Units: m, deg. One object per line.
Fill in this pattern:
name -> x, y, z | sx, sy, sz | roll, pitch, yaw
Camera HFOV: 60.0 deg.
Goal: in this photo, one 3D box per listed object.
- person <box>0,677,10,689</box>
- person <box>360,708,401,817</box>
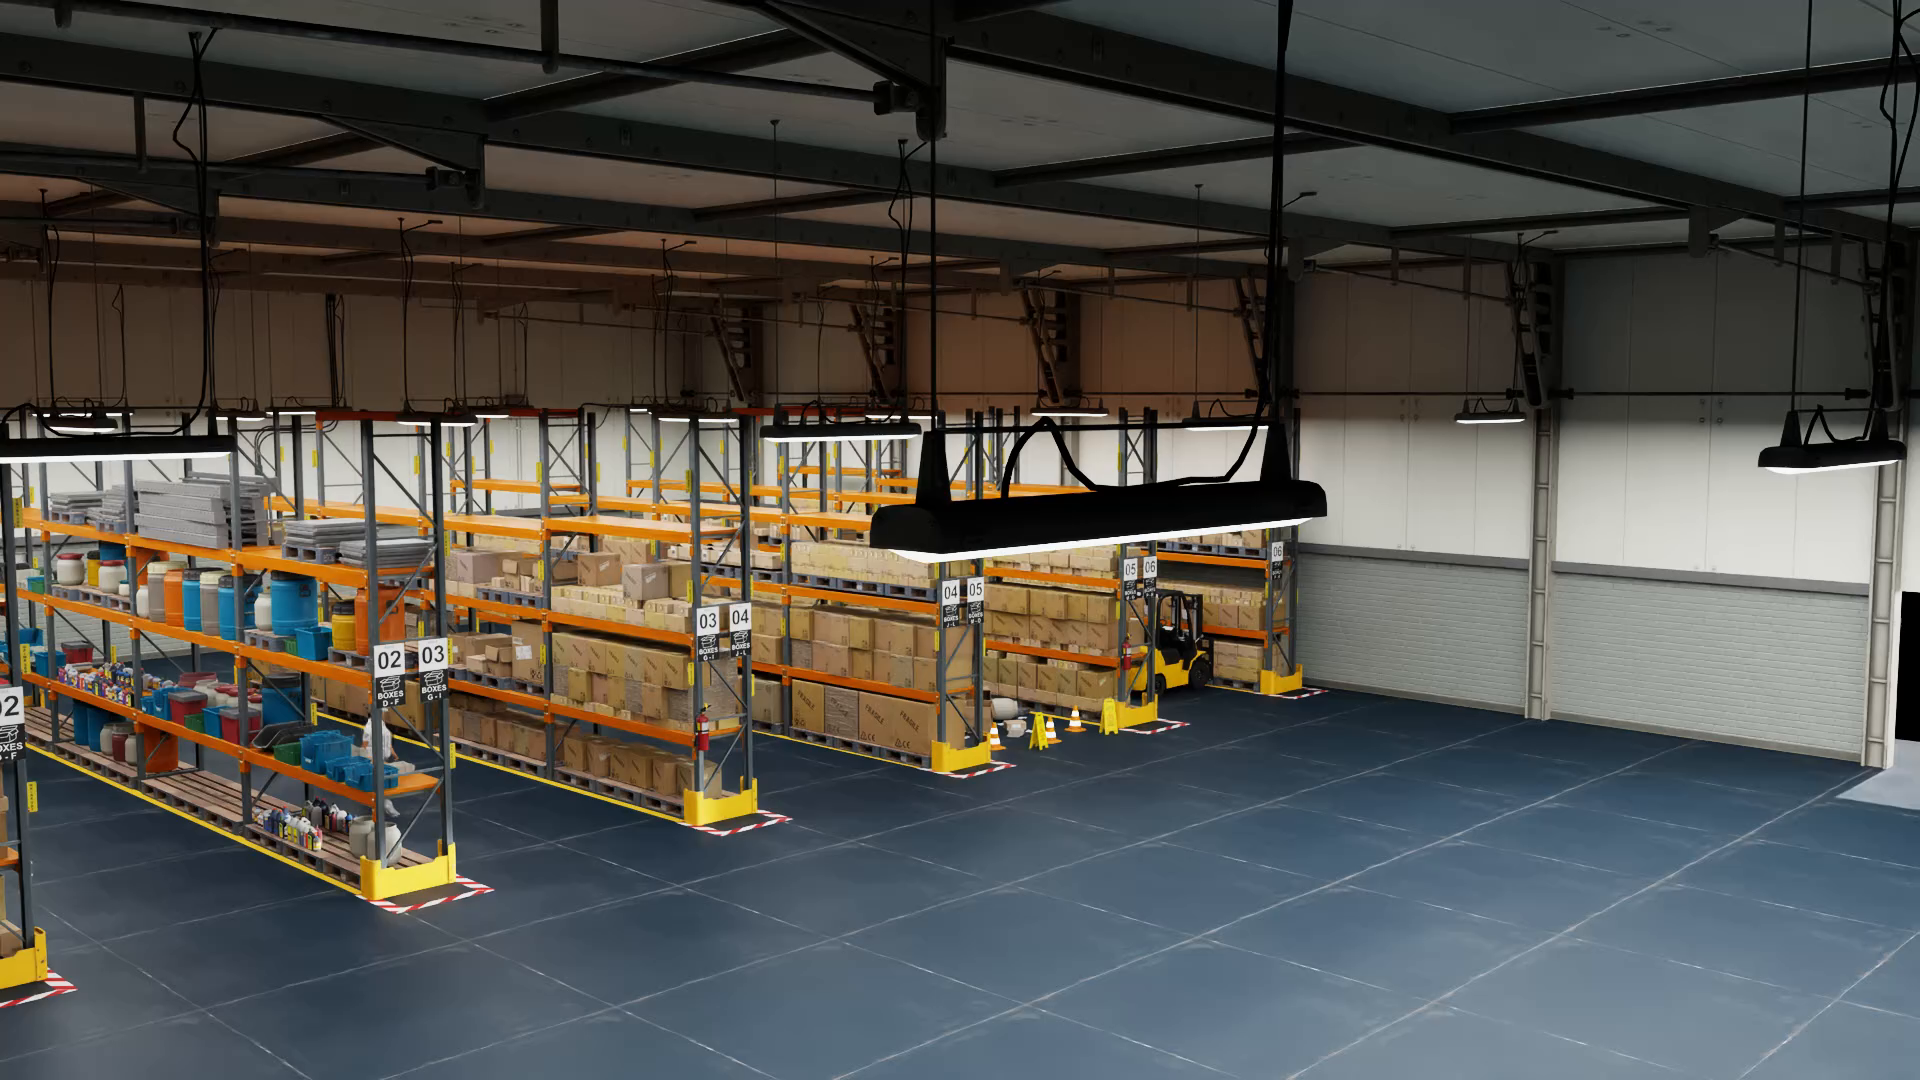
person -> -16.350, 2.970, 28.154 | 0.574, 1.726, 0.482 | -5, 7, -42
person -> -8.748, 3.287, 25.086 | 0.920, 1.645, 0.550 | 2, 6, 24
